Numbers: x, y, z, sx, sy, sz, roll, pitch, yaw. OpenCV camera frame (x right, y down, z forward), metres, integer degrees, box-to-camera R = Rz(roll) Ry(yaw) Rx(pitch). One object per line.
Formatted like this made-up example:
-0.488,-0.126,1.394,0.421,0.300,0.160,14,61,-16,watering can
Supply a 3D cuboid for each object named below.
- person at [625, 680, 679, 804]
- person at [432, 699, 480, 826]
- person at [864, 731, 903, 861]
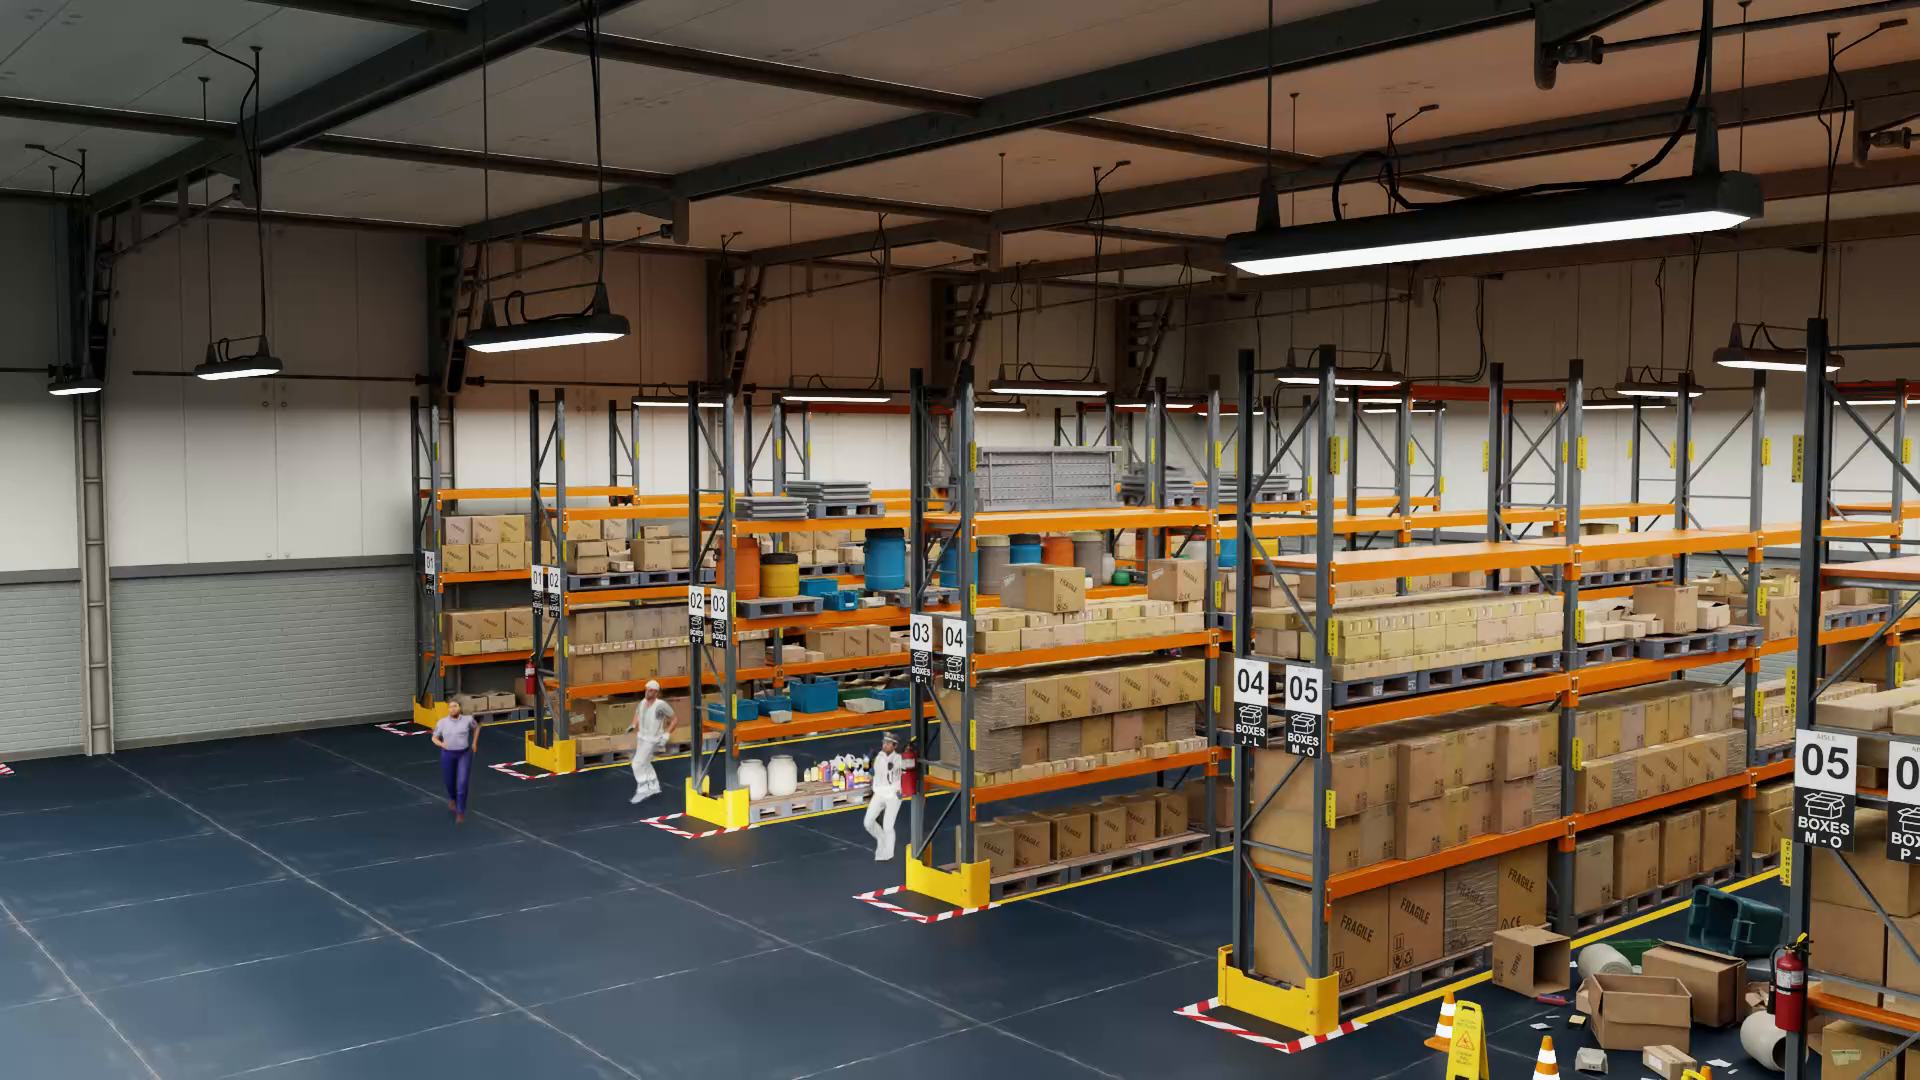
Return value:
-4.443,2.888,23.813,0.717,1.781,0.667,3,5,42,person
-6.906,3.000,22.781,0.617,1.665,0.935,-1,3,-13,person
-0.874,3.137,20.315,0.615,1.656,0.541,2,4,34,person
